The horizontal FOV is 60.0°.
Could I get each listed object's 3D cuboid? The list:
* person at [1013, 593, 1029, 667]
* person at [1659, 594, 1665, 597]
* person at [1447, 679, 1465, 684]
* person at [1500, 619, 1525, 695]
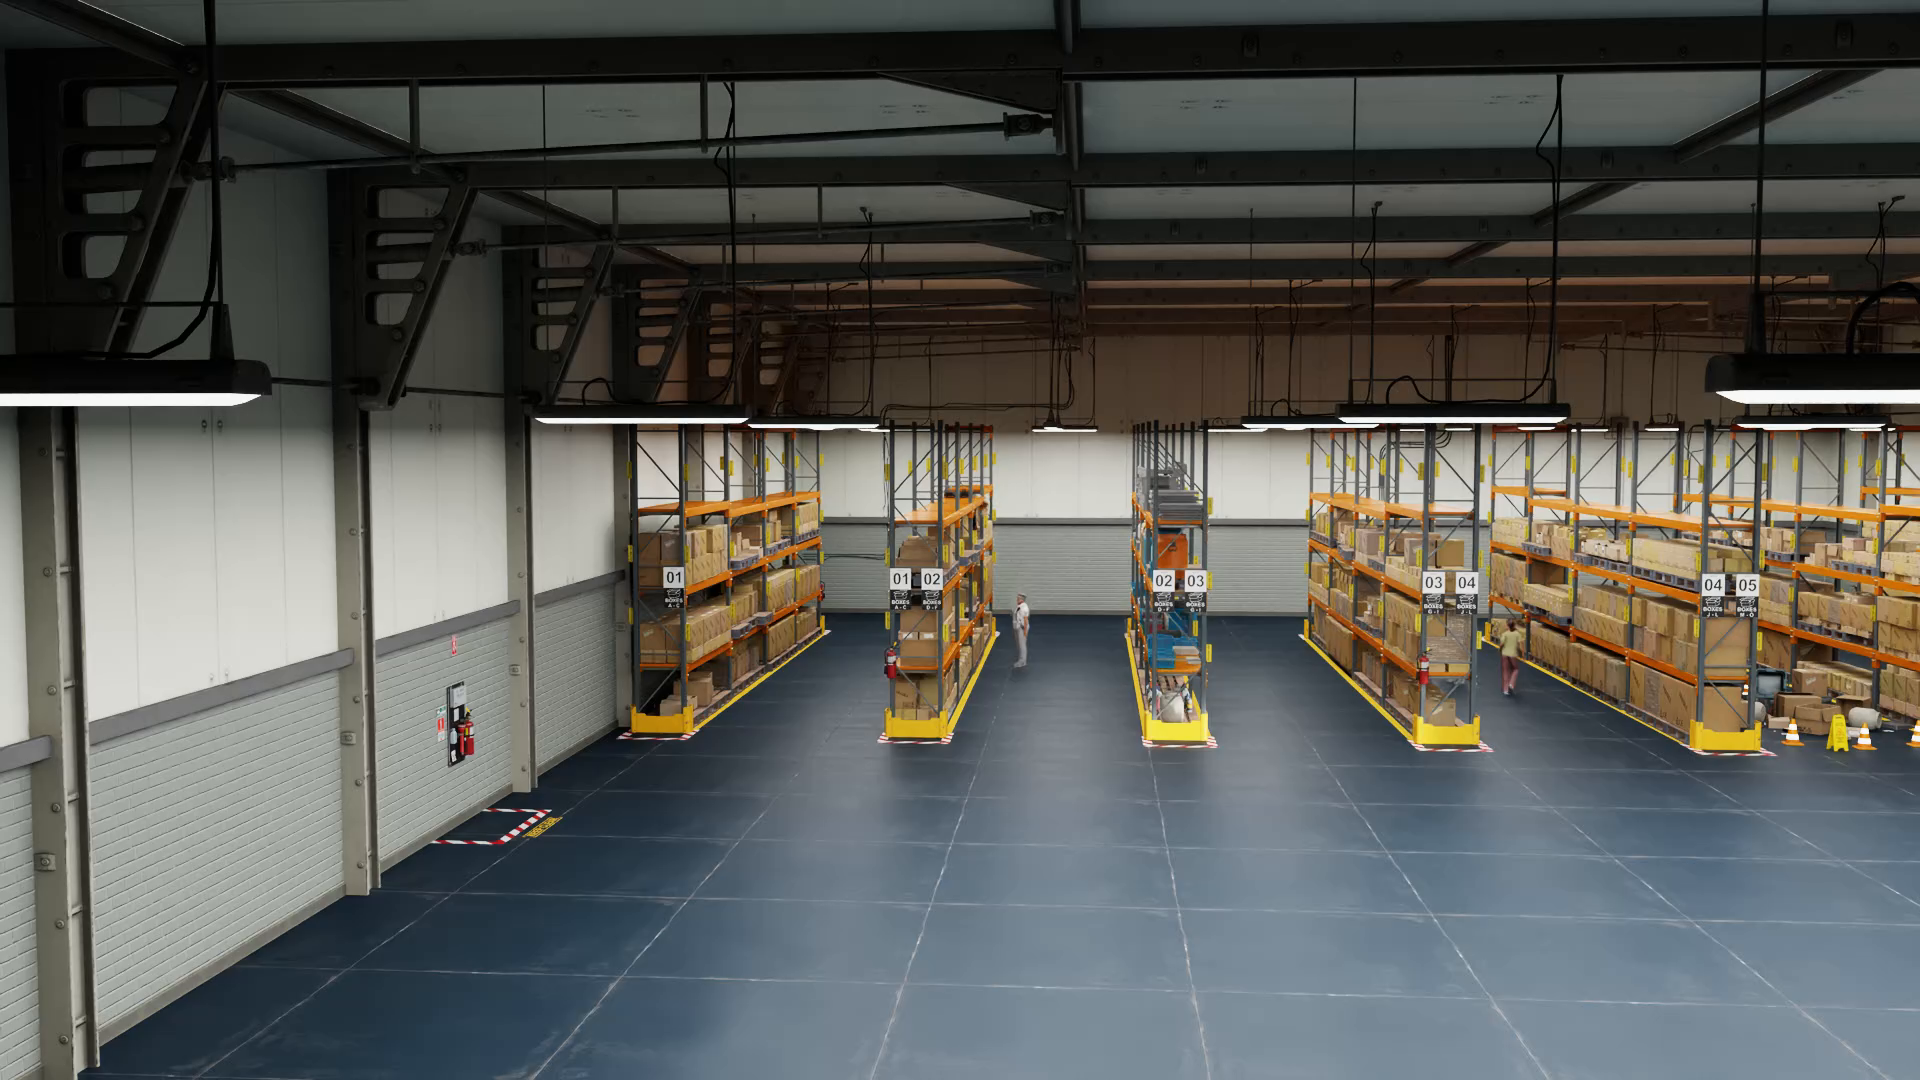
[{"bbox_3d":[1.460,2.183,40.626,0.457,1.779,0.610,-1,4,-15],"label":"person"},{"bbox_3d":[17.922,2.219,42.542,0.494,1.669,0.369,-3,5,-44],"label":"person"},{"bbox_3d":[11.443,2.410,38.234,0.415,1.771,0.614,-1,4,-16],"label":"person"},{"bbox_3d":[12.167,2.610,36.712,0.585,1.714,0.539,3,4,36],"label":"person"}]
